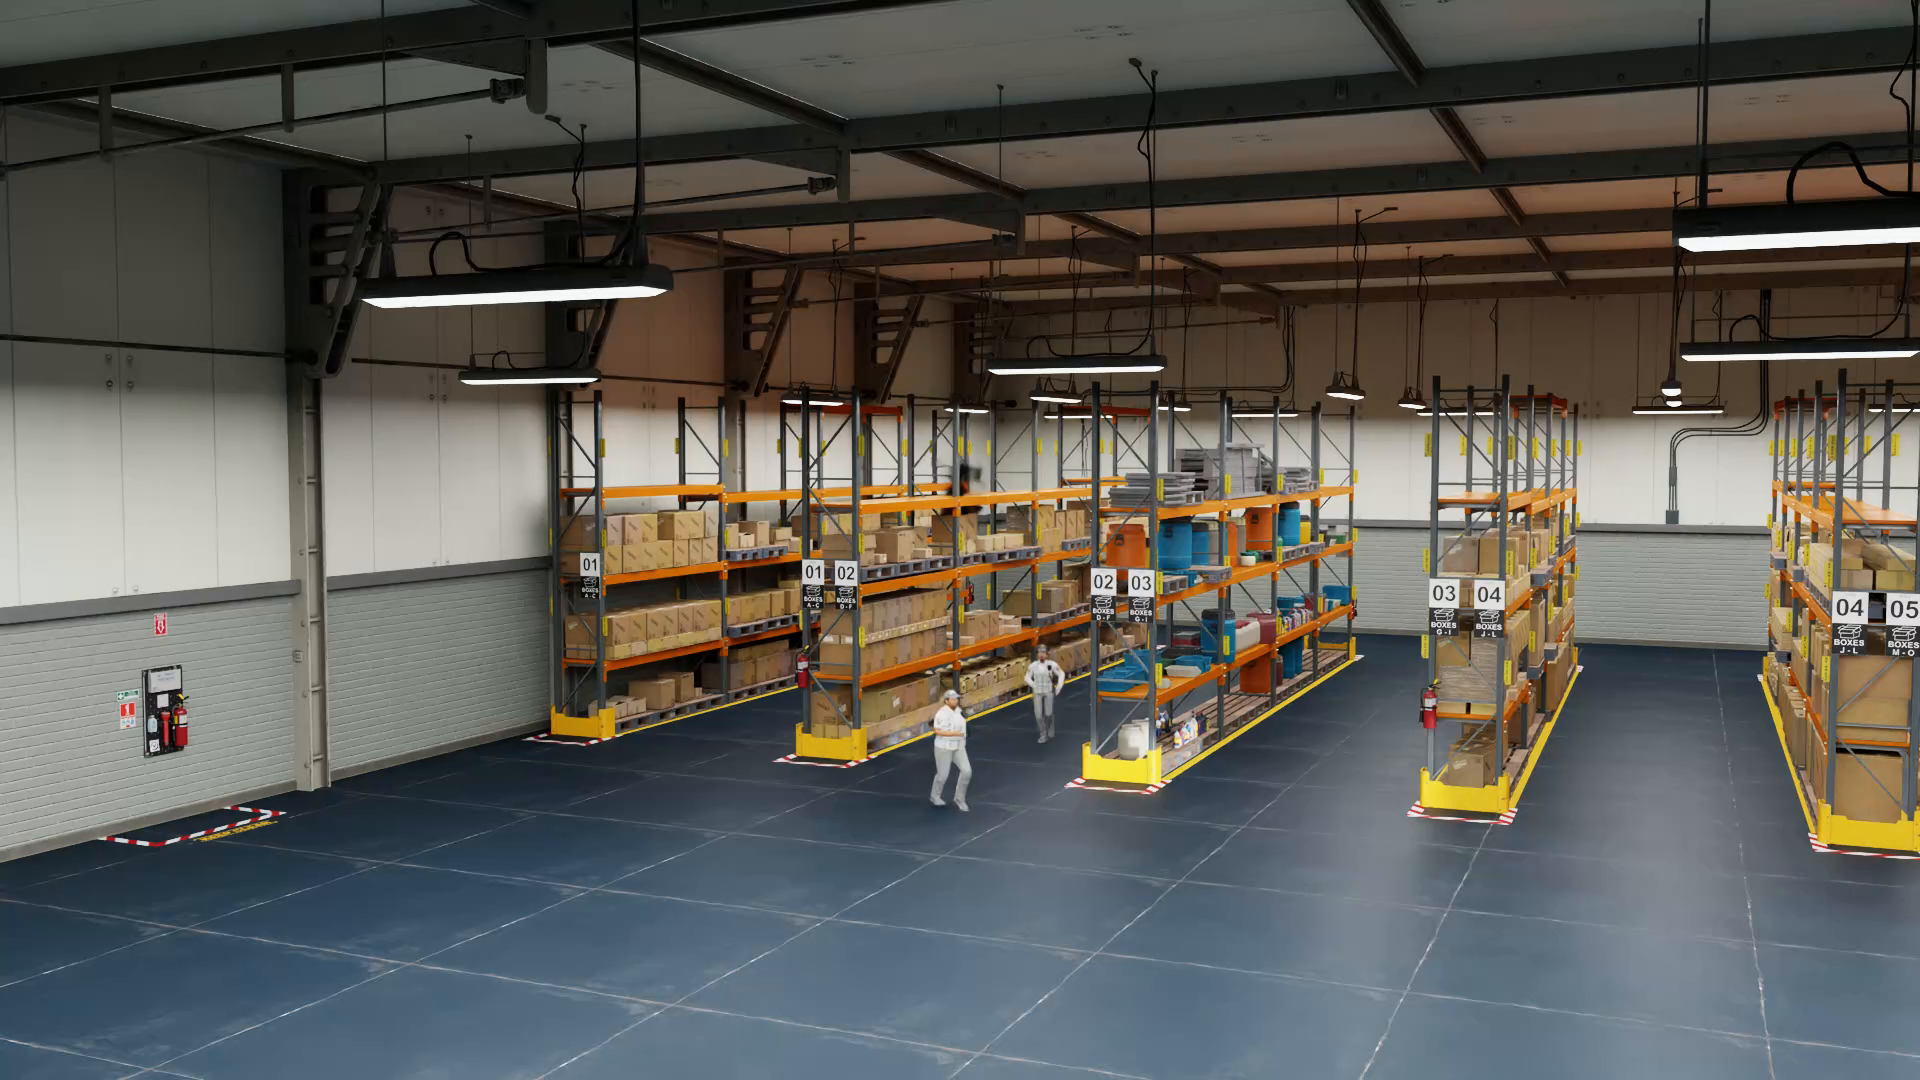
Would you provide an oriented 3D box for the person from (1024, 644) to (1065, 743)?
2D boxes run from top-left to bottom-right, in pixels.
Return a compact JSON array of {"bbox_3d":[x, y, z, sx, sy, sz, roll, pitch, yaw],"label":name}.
[{"bbox_3d":[1.400,2.586,27.937,0.668,1.668,0.513,1,3,11],"label":"person"}]

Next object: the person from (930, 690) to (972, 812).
[{"bbox_3d":[-0.141,2.914,22.960,0.590,1.715,0.733,-3,4,-39],"label":"person"}]

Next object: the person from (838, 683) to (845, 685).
[{"bbox_3d":[-2.148,2.338,31.575,0.736,1.789,0.841,1,3,17],"label":"person"}]
